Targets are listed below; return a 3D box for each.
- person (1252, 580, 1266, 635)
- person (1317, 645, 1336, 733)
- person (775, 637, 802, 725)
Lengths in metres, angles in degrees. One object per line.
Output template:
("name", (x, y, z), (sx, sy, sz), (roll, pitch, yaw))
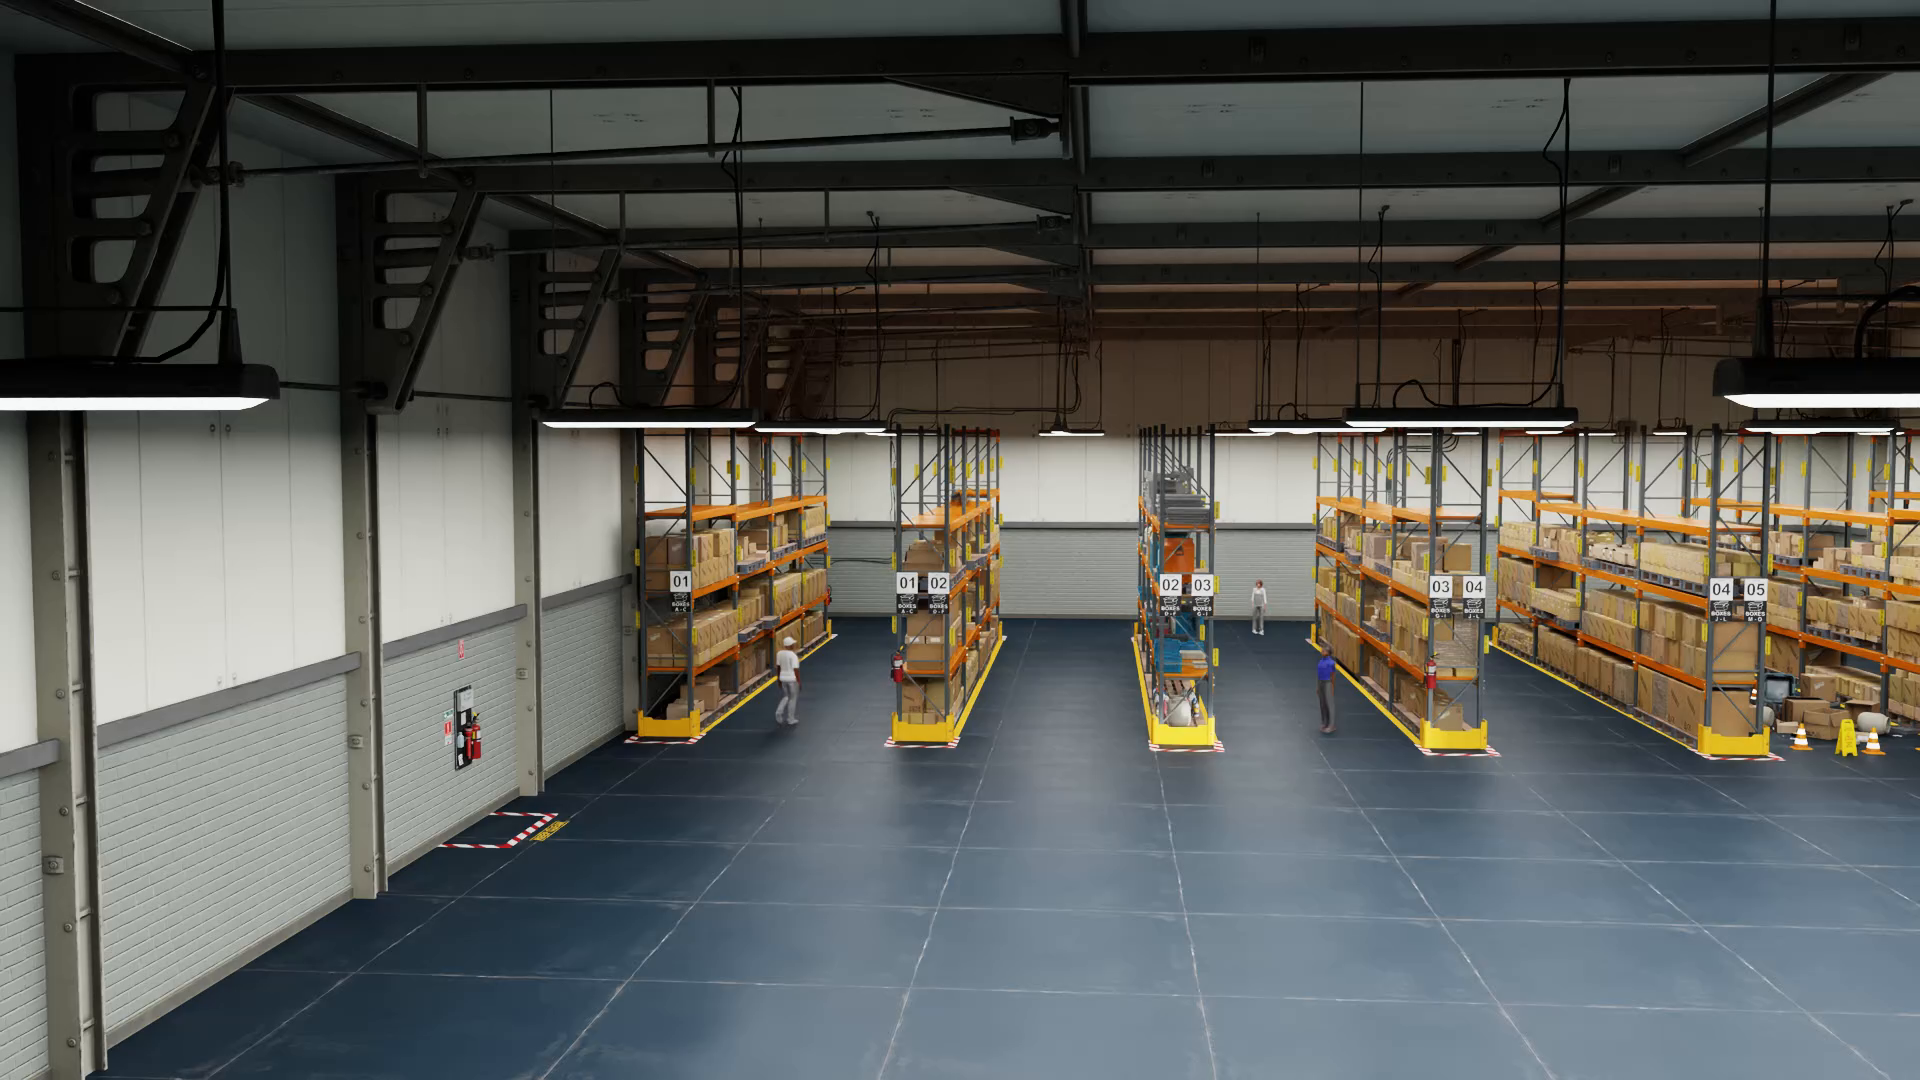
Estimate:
("person", (8.772, 1.969, 48.830), (0.433, 1.616, 0.470), (0, 3, -1))
("person", (7.182, 2.910, 32.675), (0.372, 1.670, 0.543), (-1, 4, -21))
("person", (-3.435, 2.807, 33.194), (0.582, 1.759, 0.544), (3, 4, 36))
